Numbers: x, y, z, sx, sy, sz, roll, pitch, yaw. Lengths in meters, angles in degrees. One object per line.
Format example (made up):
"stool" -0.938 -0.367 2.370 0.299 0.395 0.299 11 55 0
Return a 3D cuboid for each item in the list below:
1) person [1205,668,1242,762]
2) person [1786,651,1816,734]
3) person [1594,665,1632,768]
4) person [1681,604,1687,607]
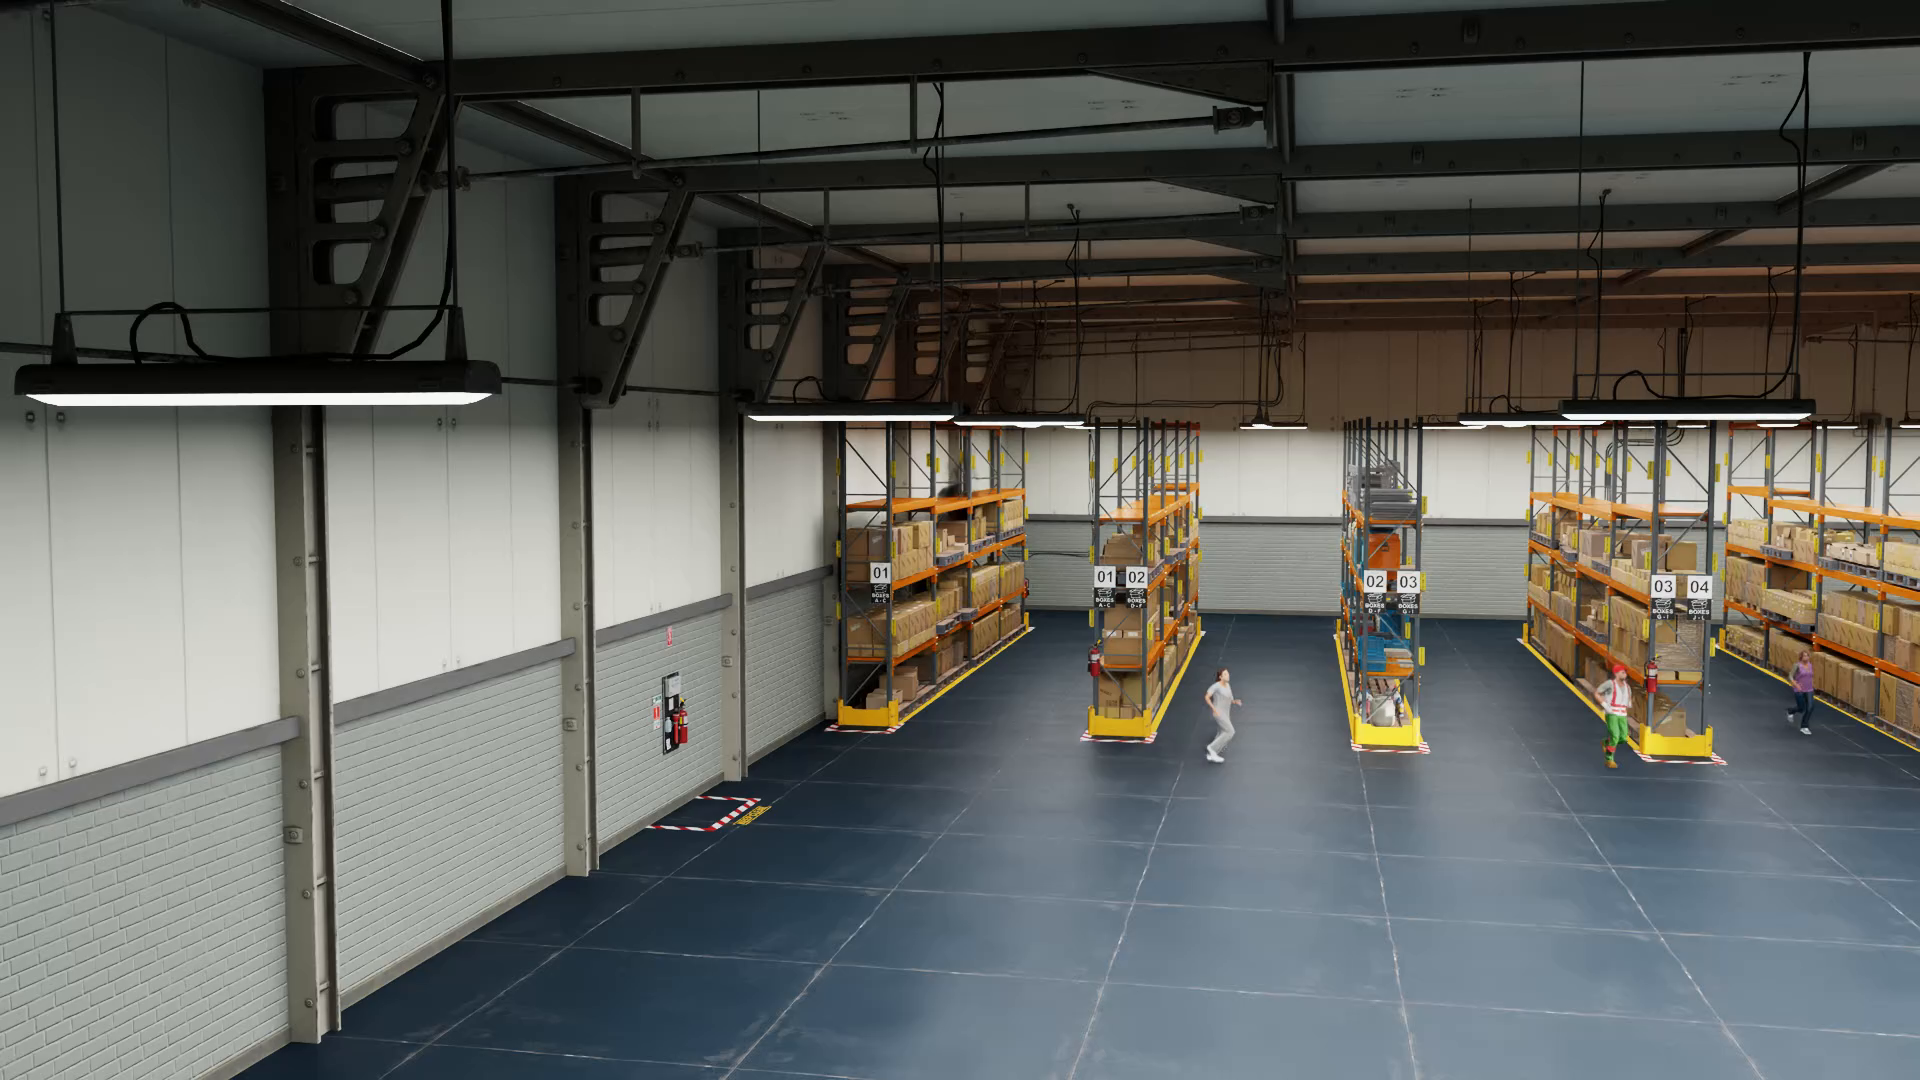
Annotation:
"person" 4.575 3.028 28.792 0.592 1.636 0.548 3 5 37
"person" 16.082 2.888 31.762 0.542 1.573 0.694 0 4 -3
"person" 11.333 3.014 28.755 0.690 1.728 0.762 -1 4 -17
"person" 18.945 2.074 44.143 0.664 1.575 0.522 4 5 44
